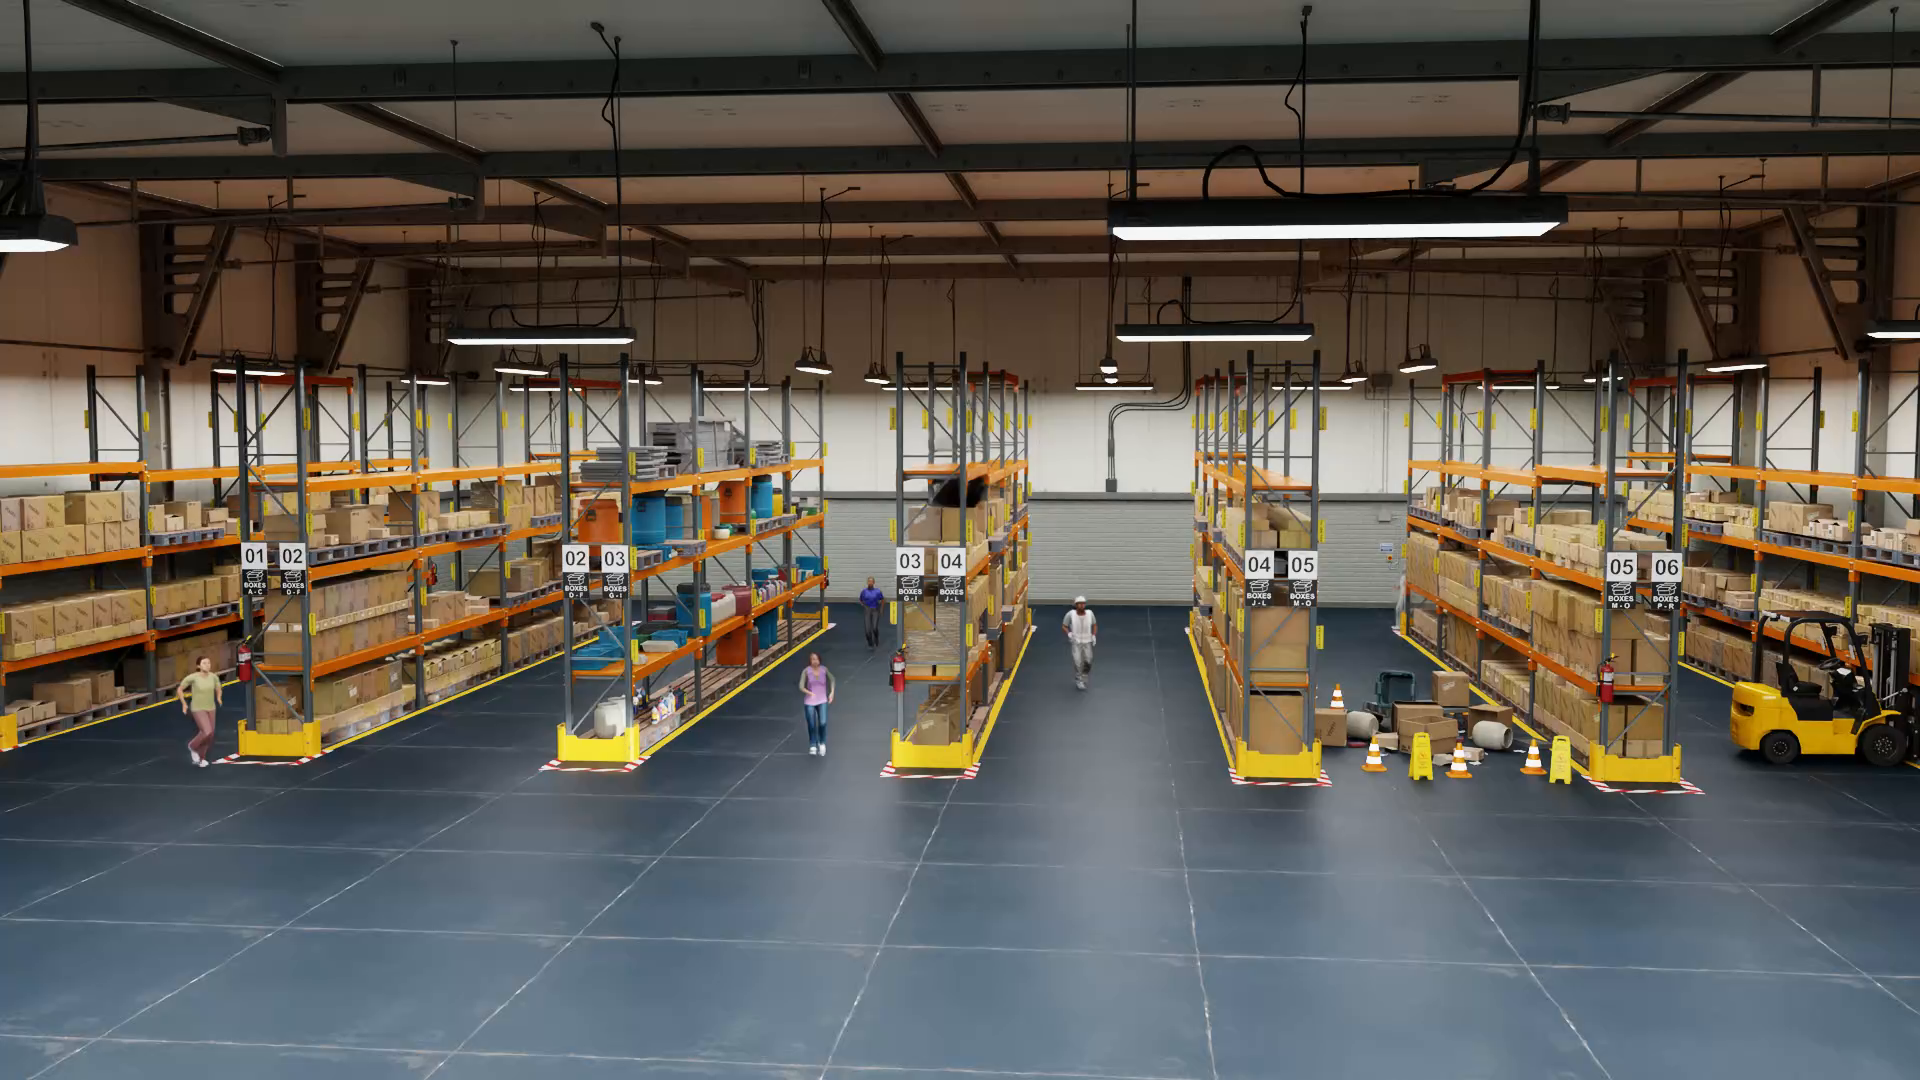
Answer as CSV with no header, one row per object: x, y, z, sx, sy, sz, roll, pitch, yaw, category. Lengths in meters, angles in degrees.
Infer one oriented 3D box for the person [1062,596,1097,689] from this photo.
2.246,1.919,31.103,0.682,1.740,0.590,0,4,-5,person

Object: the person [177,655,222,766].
-10.943,2.477,24.074,0.622,1.626,0.564,3,5,36,person

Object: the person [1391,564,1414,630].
10.766,1.345,39.992,0.758,1.628,0.573,0,4,1,person

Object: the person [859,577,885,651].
-1.934,1.620,36.335,0.569,1.617,0.554,0,4,1,person

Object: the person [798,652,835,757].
-2.125,2.451,24.764,0.559,1.589,0.628,-1,4,-9,person
